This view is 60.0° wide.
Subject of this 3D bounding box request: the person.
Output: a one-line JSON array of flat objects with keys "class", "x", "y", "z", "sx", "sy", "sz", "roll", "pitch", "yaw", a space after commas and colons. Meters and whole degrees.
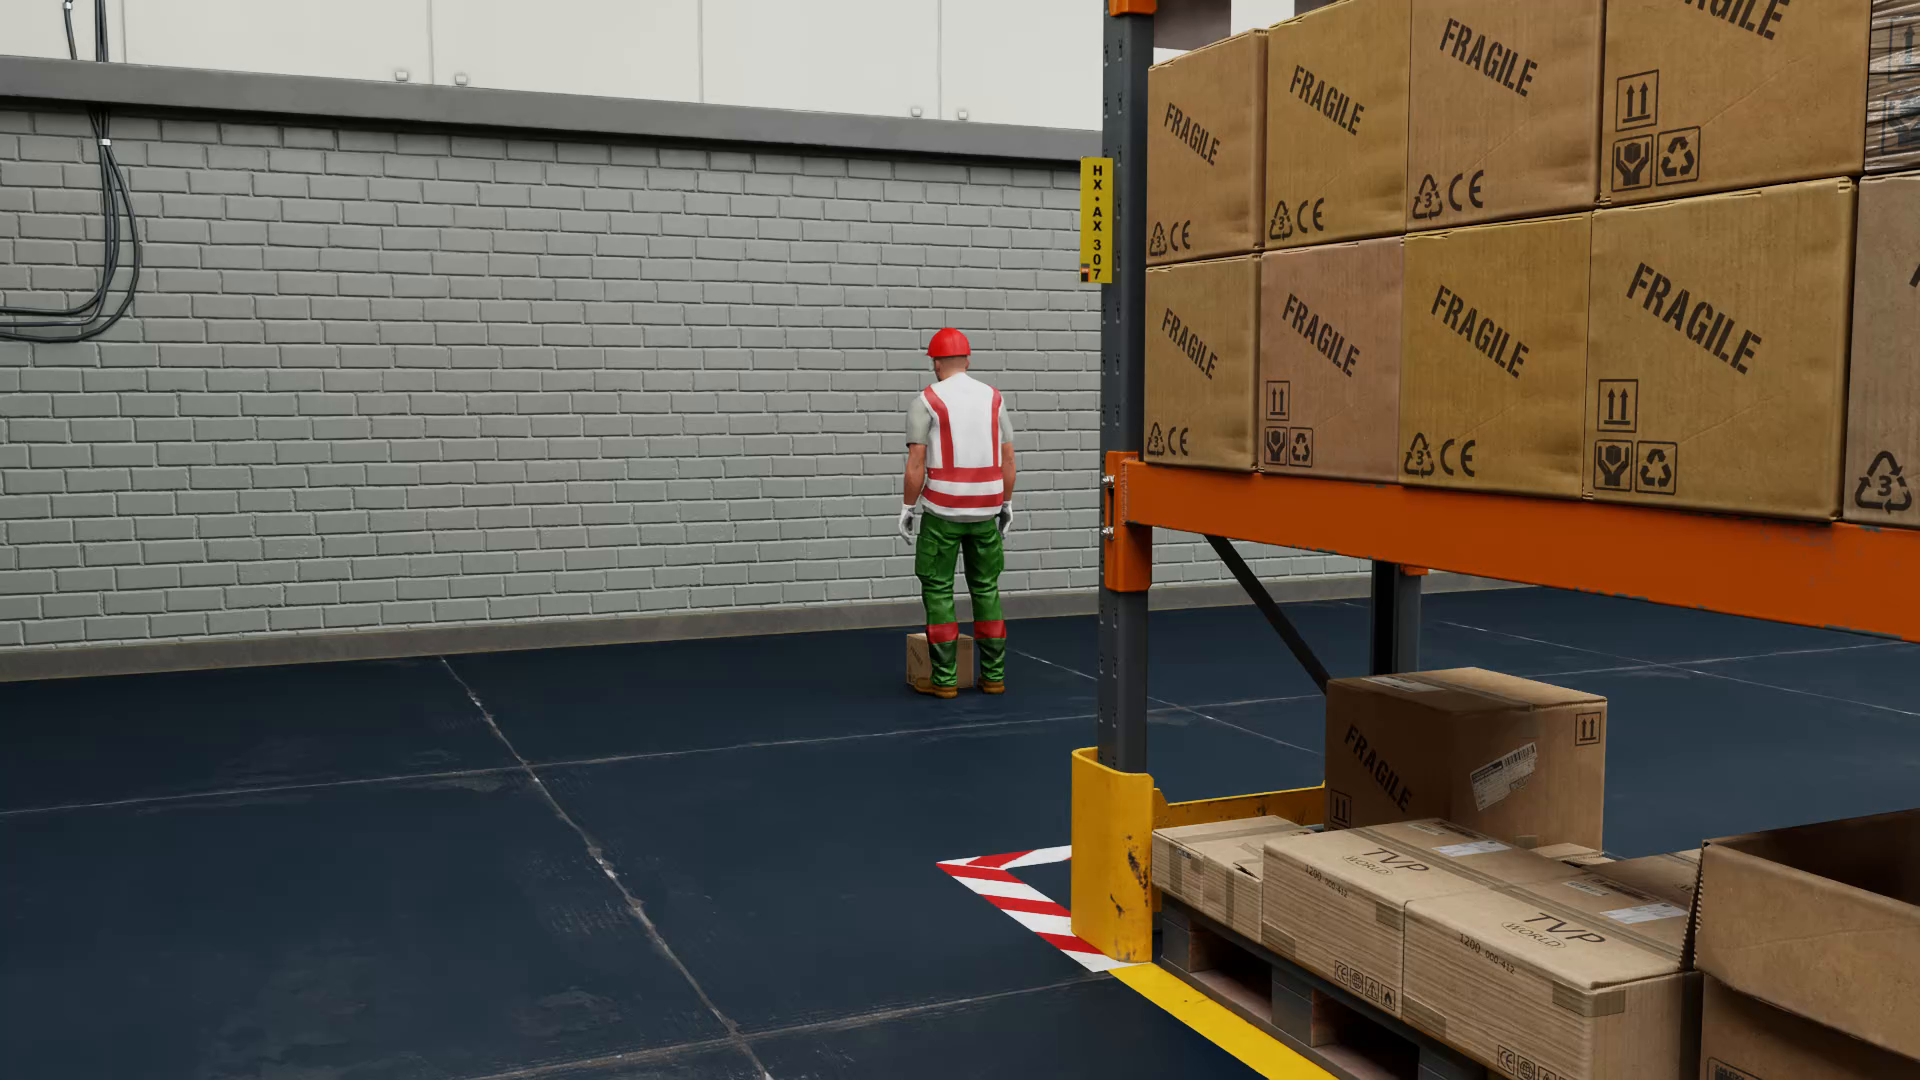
[{"class": "person", "x": -0.010, "y": -0.136, "z": 8.074, "sx": 0.607, "sy": 1.780, "sz": 0.449, "roll": -2, "pitch": 6, "yaw": -24}]
